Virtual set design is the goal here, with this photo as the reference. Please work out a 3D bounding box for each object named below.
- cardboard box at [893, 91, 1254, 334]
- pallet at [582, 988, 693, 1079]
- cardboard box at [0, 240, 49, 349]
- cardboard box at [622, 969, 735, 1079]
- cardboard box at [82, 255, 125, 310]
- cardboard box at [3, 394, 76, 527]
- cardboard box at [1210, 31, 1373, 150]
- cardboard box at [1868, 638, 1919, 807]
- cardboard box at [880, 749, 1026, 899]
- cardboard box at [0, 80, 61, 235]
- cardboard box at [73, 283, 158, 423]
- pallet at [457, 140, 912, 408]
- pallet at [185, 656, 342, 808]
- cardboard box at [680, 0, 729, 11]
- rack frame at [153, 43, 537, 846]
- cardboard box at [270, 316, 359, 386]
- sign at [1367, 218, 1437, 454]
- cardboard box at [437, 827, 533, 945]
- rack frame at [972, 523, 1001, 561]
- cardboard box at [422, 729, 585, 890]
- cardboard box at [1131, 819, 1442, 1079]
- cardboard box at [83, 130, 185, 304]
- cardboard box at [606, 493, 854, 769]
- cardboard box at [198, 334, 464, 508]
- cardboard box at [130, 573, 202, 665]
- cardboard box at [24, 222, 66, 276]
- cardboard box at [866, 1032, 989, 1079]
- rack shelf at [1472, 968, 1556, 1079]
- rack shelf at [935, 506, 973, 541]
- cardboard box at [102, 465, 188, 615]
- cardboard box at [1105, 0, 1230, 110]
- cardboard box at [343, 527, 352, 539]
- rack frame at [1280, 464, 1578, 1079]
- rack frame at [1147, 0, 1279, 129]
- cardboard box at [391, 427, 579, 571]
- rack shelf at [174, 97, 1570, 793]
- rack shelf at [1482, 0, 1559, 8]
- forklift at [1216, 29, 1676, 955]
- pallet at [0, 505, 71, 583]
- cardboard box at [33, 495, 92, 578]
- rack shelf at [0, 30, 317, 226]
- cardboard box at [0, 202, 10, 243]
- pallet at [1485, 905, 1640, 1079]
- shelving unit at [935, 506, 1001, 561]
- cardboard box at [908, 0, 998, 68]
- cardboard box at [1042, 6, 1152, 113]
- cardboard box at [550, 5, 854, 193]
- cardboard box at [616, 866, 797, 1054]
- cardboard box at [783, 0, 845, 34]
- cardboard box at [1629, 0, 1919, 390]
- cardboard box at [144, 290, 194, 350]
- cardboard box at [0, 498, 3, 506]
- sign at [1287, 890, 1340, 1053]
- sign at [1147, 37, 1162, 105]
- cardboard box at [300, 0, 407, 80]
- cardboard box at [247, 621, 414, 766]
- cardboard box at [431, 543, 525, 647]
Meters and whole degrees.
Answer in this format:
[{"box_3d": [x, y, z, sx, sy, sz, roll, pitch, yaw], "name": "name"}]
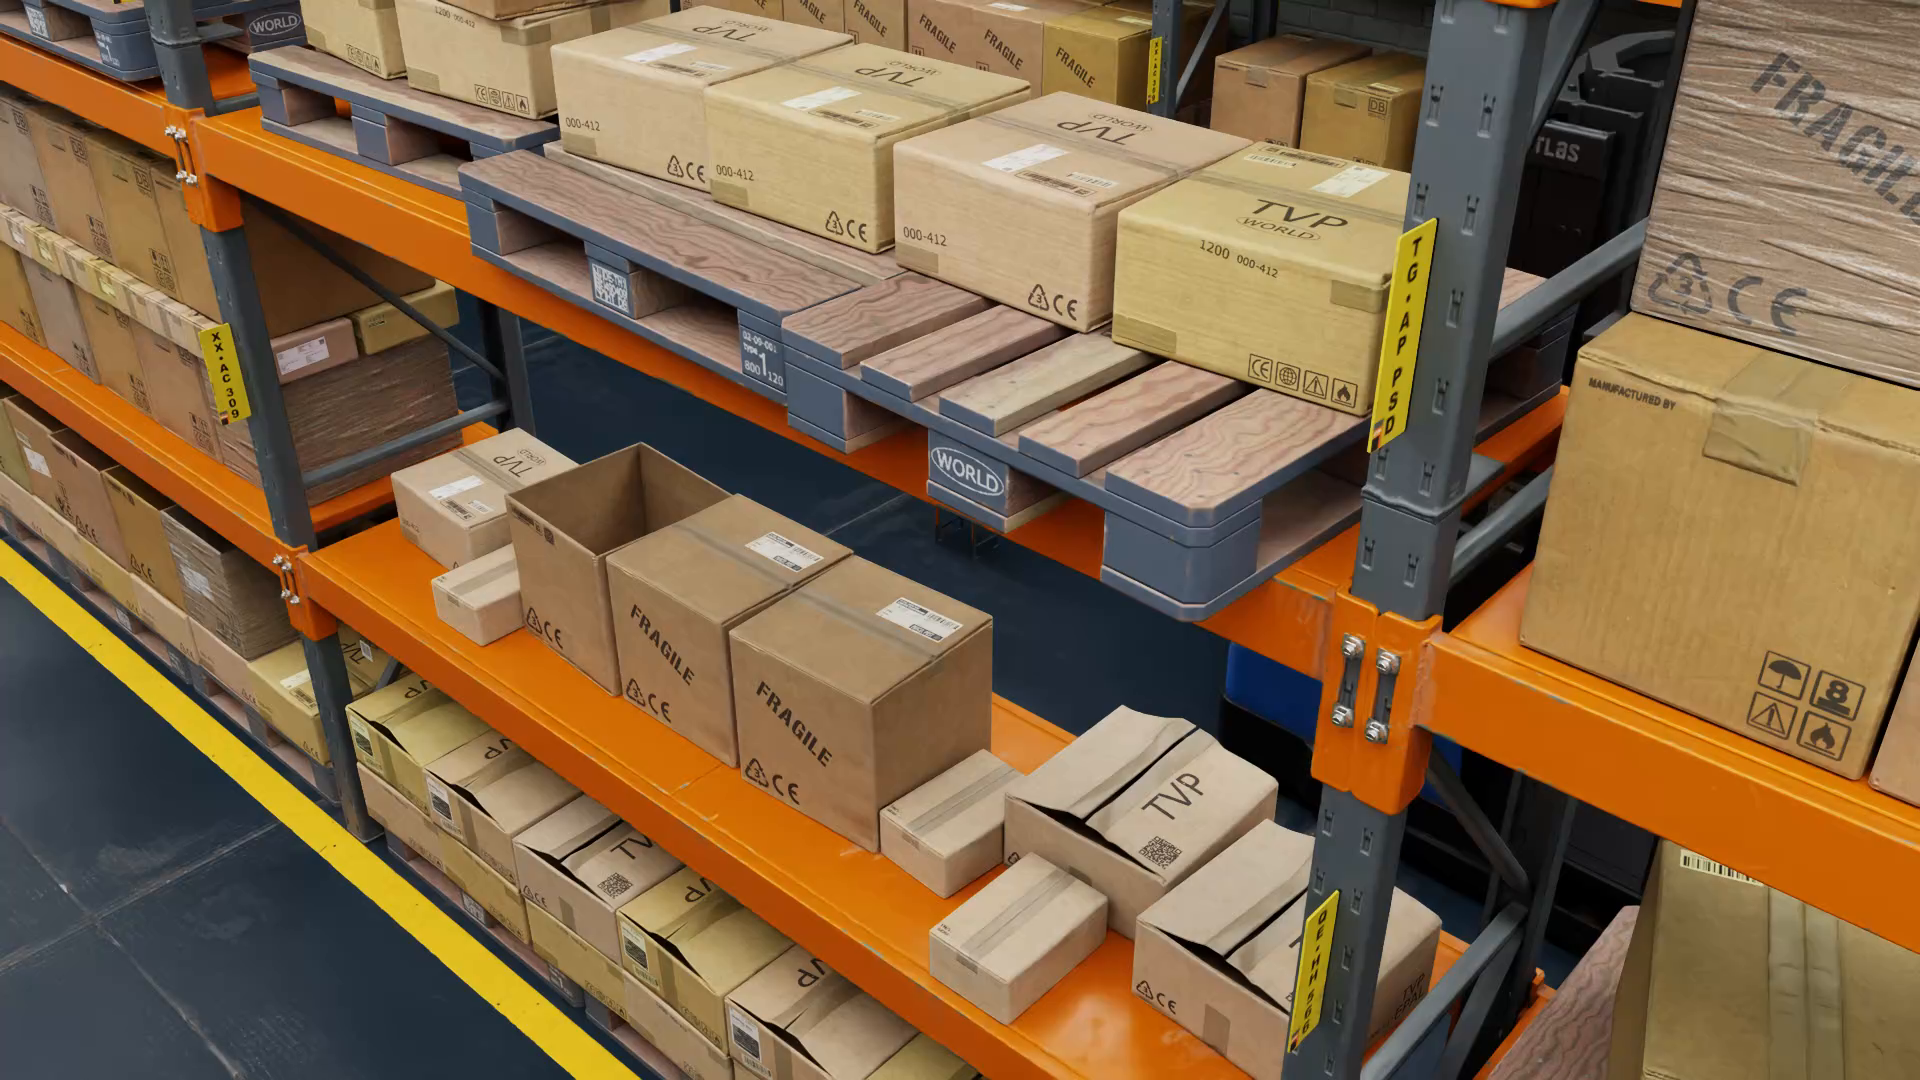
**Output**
[{"box_3d": [0.220, -0.661, 3.269, 0.500, 0.250, 0.500, 26, 40, 36], "name": "cardboard box"}, {"box_3d": [-0.489, 1.522, 5.516, 1.213, 0.211, 1.003, 25, 39, 35], "name": "pallet"}, {"box_3d": [-3.842, -1.241, 7.306, 0.500, 0.500, 0.700, 25, 39, 35], "name": "cardboard box"}, {"box_3d": [-0.697, 1.430, 5.225, 0.500, 0.250, 0.500, 26, 40, 36], "name": "cardboard box"}, {"box_3d": [-3.069, -1.020, 6.310, 0.250, 0.149, 0.380, 25, 39, 35], "name": "cardboard box"}, {"box_3d": [-3.937, -0.431, 7.589, 0.500, 0.500, 0.500, 25, 39, 35], "name": "cardboard box"}, {"box_3d": [1.705, -2.272, 8.592, 0.500, 0.500, 0.700, 25, 39, 35], "name": "cardboard box"}, {"box_3d": [1.719, 0.037, 2.276, 0.500, 0.500, 0.910, 25, 39, 35], "name": "cardboard box"}, {"box_3d": [0.012, 0.738, 4.360, 0.380, 0.149, 0.250, -26, 40, -36], "name": "cardboard box"}, {"box_3d": [-3.420, -1.605, 6.653, 0.500, 0.500, 0.700, 25, 39, 35], "name": "cardboard box"}, {"box_3d": [-3.069, -0.884, 6.712, 0.500, 0.500, 0.700, 26, 39, 36], "name": "cardboard box"}, {"box_3d": [-0.399, -0.741, 3.847, 1.213, 0.211, 1.003, 27, 40, 37], "name": "pallet"}, {"box_3d": [-2.532, 0.569, 7.100, 1.213, 0.211, 1.003, 25, 39, 35], "name": "pallet"}, {"box_3d": [-1.463, -3.600, 10.720, 0.500, 0.500, 0.500, 25, 39, 35], "name": "cardboard box"}, {"box_3d": [-1.971, -0.334, 5.897, 0.127, 3.000, 1.000, 25, 39, 35], "name": "rack frame"}, {"box_3d": [-2.316, -0.667, 5.724, 0.250, 0.149, 0.380, 25, 39, 35], "name": "cardboard box"}, {"box_3d": [0.617, -0.281, 2.322, 0.005, 0.325, 0.100, 25, 39, 35], "name": "sign"}, {"box_3d": [-1.460, 1.075, 5.814, 0.500, 0.250, 0.500, 26, 40, 36], "name": "cardboard box"}, {"box_3d": [0.130, -0.389, 7.878, 0.008, 1.050, 0.200, 25, 39, 35], "name": "rack frame"}, {"box_3d": [-1.464, 0.837, 5.666, 0.500, 0.311, 0.500, 25, 39, 35], "name": "cardboard box"}, {"box_3d": [0.755, 0.946, 3.857, 0.500, 0.311, 0.500, -27, 40, -37], "name": "cardboard box"}, {"box_3d": [-2.679, -1.259, 6.078, 0.500, 0.500, 0.700, 25, 39, 35], "name": "cardboard box"}, {"box_3d": [-0.650, 0.250, 4.829, 0.500, 0.500, 0.500, 25, 39, 35], "name": "cardboard box"}, {"box_3d": [-2.304, -0.528, 6.122, 0.500, 0.500, 0.700, 24, 38, 34], "name": "cardboard box"}, {"box_3d": [-3.206, 0.243, 7.198, 0.500, 0.250, 0.500, 25, 39, 35], "name": "cardboard box"}, {"box_3d": [-3.455, -1.198, 6.606, 0.250, 0.149, 0.380, 27, 40, 37], "name": "cardboard box"}, {"box_3d": [0.052, 1.543, 4.493, 0.500, 0.311, 0.500, 24, 39, 34], "name": "cardboard box"}, {"box_3d": [2.478, 2.050, 2.633, 4.000, 0.370, 1.077, 25, 39, 35], "name": "rack shelf"}, {"box_3d": [0.040, -0.184, 8.097, 0.240, 0.259, 0.215, 25, 39, 35], "name": "rack shelf"}, {"box_3d": [-3.197, -0.084, 7.012, 0.500, 0.500, 0.500, 25, 39, 35], "name": "cardboard box"}, {"box_3d": [1.142, -2.738, 9.289, 0.500, 0.500, 0.500, 24, 38, 34], "name": "cardboard box"}, {"box_3d": [-2.480, -0.108, 7.053, 0.500, 0.500, 0.500, 25, 39, 35], "name": "cardboard box"}, {"box_3d": [0.995, 1.050, 3.598, 0.127, 3.000, 1.000, 25, 39, 35], "name": "rack frame"}, {"box_3d": [1.351, -2.230, 9.046, 0.127, 3.000, 1.000, 25, 39, 35], "name": "rack frame"}, {"box_3d": [-1.576, -0.116, 5.681, 0.500, 0.250, 0.500, -27, 40, -37], "name": "cardboard box"}, {"box_3d": [-0.488, -0.619, 4.159, 4.000, 0.370, 1.077, 25, 39, 35], "name": "rack shelf"}, {"box_3d": [2.478, -0.349, 1.189, 4.000, 0.370, 1.077, 25, 39, 35], "name": "rack shelf"}, {"box_3d": [2.461, -0.042, 5.478, 3.031, 2.935, 1.130, 26, 40, 36], "name": "forklift"}, {"box_3d": [-4.341, -0.276, 8.503, 1.213, 0.211, 1.003, 25, 39, 35], "name": "pallet"}, {"box_3d": [-3.944, -0.105, 7.775, 0.500, 0.250, 0.500, 25, 39, 35], "name": "cardboard box"}, {"box_3d": [-3.454, -2.003, 6.459, 4.000, 0.370, 1.077, 25, 39, 35], "name": "rack shelf"}, {"box_3d": [-3.834, -1.376, 6.902, 0.250, 0.149, 0.380, 24, 39, 35], "name": "cardboard box"}, {"box_3d": [1.545, 1.340, 3.302, 1.003, 0.211, 1.213, 25, 39, 35], "name": "pallet"}, {"box_3d": [0.040, -0.431, 7.948, 0.252, 1.050, 0.215, 25, 39, 35], "name": "shelving unit"}, {"box_3d": [0.053, -2.890, 9.541, 0.500, 0.500, 0.500, 24, 38, 34], "name": "cardboard box"}, {"box_3d": [0.793, -2.541, 8.961, 0.500, 0.500, 0.500, 25, 39, 35], "name": "cardboard box"}, {"box_3d": [-0.594, -1.050, 3.916, 0.500, 0.250, 0.500, 21, 37, 31], "name": "cardboard box"}, {"box_3d": [-0.691, 1.193, 5.075, 0.500, 0.311, 0.500, 26, 40, 36], "name": "cardboard box"}, {"box_3d": [-0.724, -3.244, 10.129, 0.500, 0.500, 0.500, 24, 38, 34], "name": "cardboard box"}, {"box_3d": [1.314, -0.553, 2.285, 0.500, 0.500, 0.500, 25, 39, 35], "name": "cardboard box"}, {"box_3d": [-2.694, -0.843, 6.017, 0.250, 0.149, 0.380, 24, 38, 34], "name": "cardboard box"}, {"box_3d": [-4.688, -0.450, 8.348, 0.500, 0.250, 0.500, 25, 39, 35], "name": "cardboard box"}, {"box_3d": [0.625, 0.767, 2.945, 0.005, 0.325, 0.100, 25, 39, 35], "name": "sign"}, {"box_3d": [0.992, -2.391, 8.474, 0.005, 0.325, 0.100, 25, 39, 35], "name": "sign"}, {"box_3d": [-1.520, -1.518, 4.694, 0.500, 0.250, 0.500, -25, 39, -35], "name": "cardboard box"}, {"box_3d": [-2.461, 0.587, 6.626, 0.500, 0.250, 0.500, 25, 39, 35], "name": "cardboard box"}, {"box_3d": [-1.451, 0.158, 5.323, 0.250, 0.149, 0.380, 25, 39, 35], "name": "cardboard box"}]
